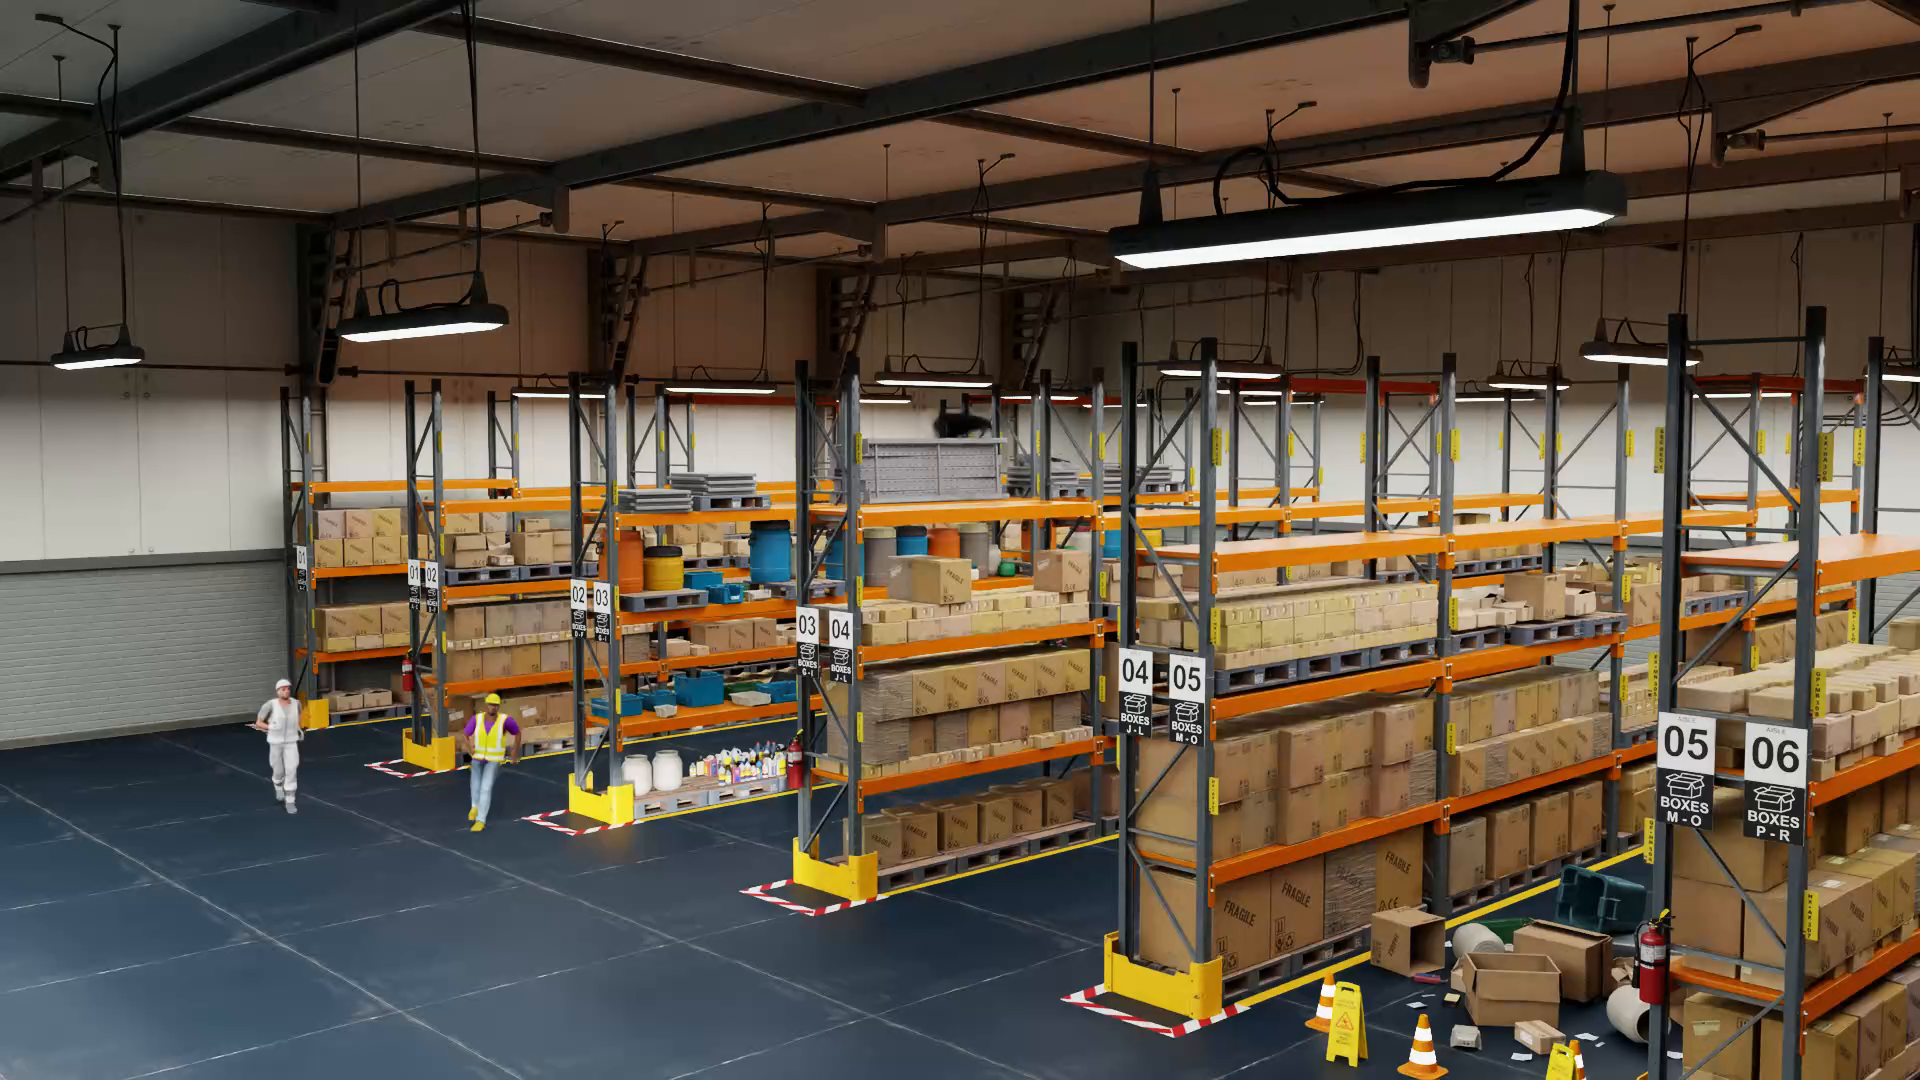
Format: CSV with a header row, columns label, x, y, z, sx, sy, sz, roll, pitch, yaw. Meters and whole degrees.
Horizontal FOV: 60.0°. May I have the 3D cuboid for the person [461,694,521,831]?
label,x,y,z,sx,sy,sz,roll,pitch,yaw
person,-6.167,2.879,21.819,0.755,1.746,0.894,0,4,-4

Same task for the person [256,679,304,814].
label,x,y,z,sx,sy,sz,roll,pitch,yaw
person,-9.307,2.805,22.833,0.602,1.802,0.890,-2,4,-32
